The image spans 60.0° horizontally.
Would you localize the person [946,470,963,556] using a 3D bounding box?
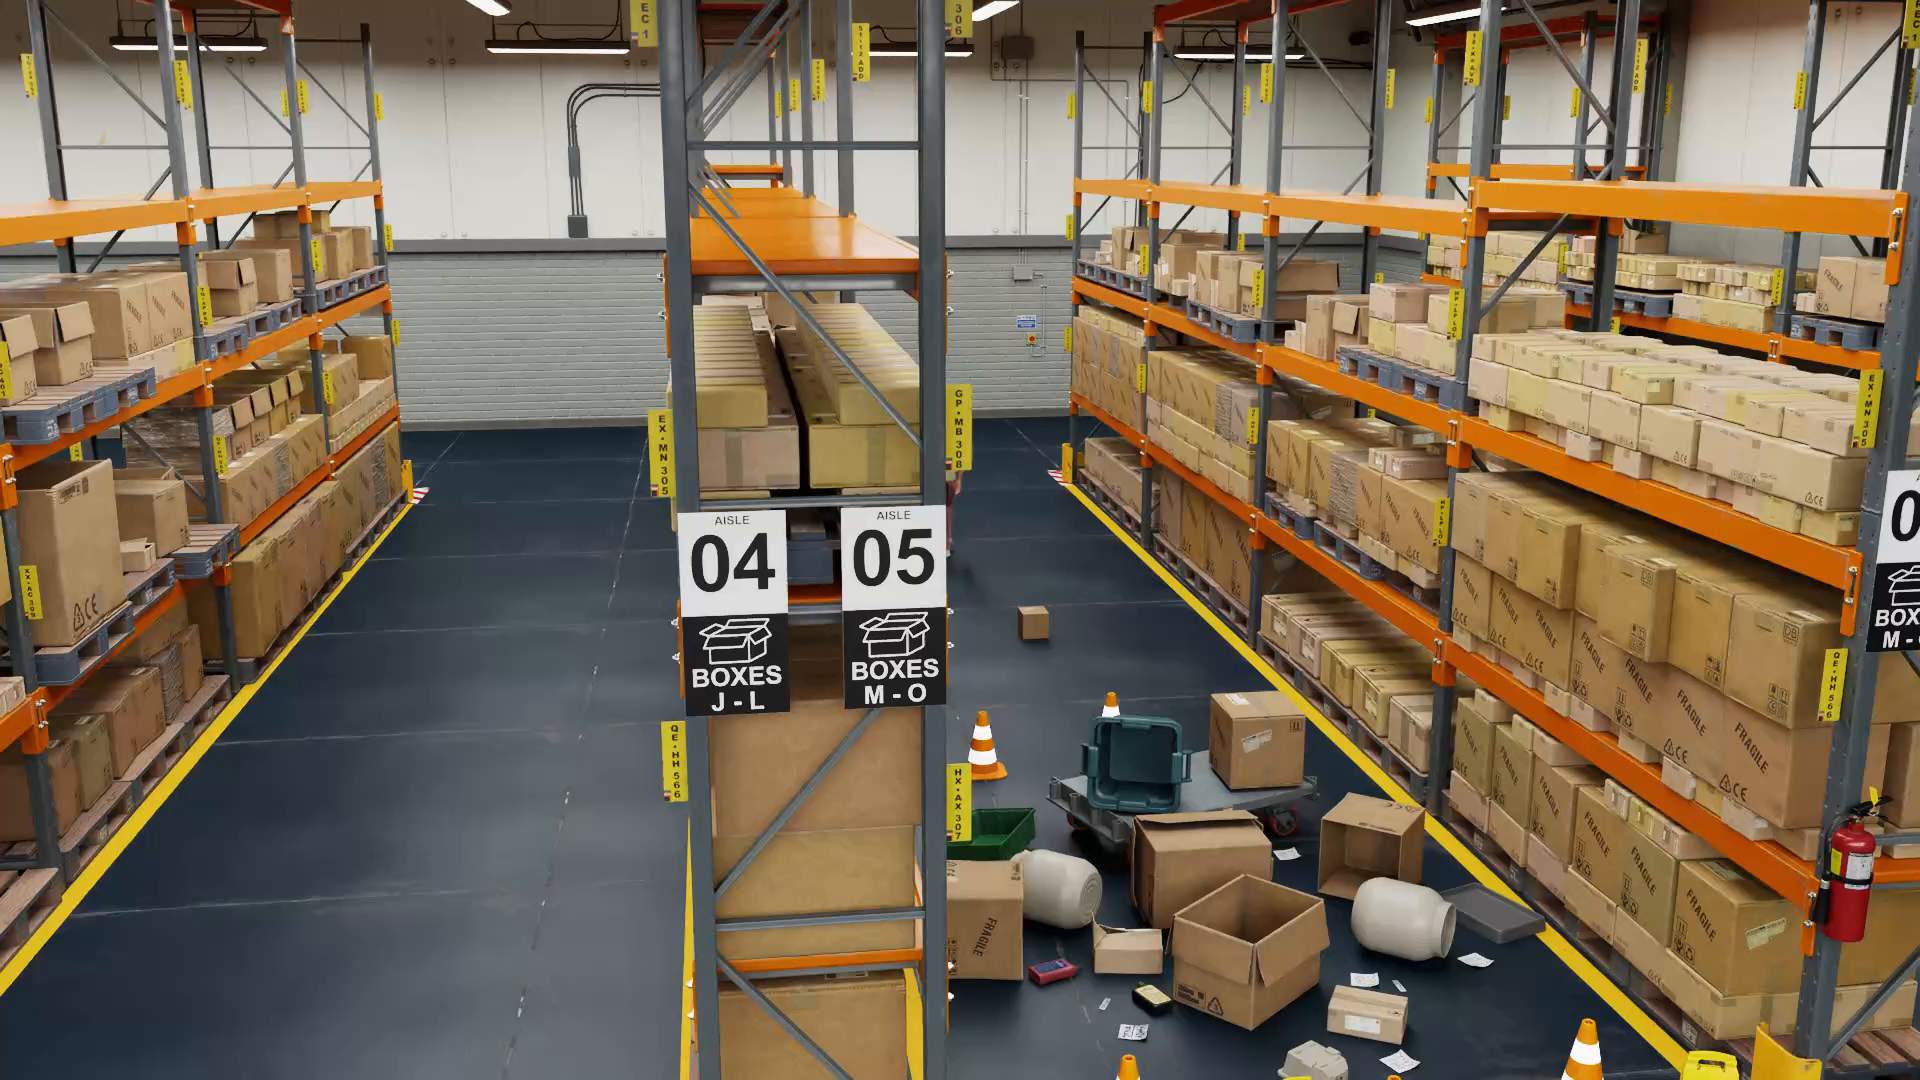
[{"bbox_3d":[-0.232,-0.657,18.812,0.454,1.705,0.703,-4,14,-17],"label":"person"}]
